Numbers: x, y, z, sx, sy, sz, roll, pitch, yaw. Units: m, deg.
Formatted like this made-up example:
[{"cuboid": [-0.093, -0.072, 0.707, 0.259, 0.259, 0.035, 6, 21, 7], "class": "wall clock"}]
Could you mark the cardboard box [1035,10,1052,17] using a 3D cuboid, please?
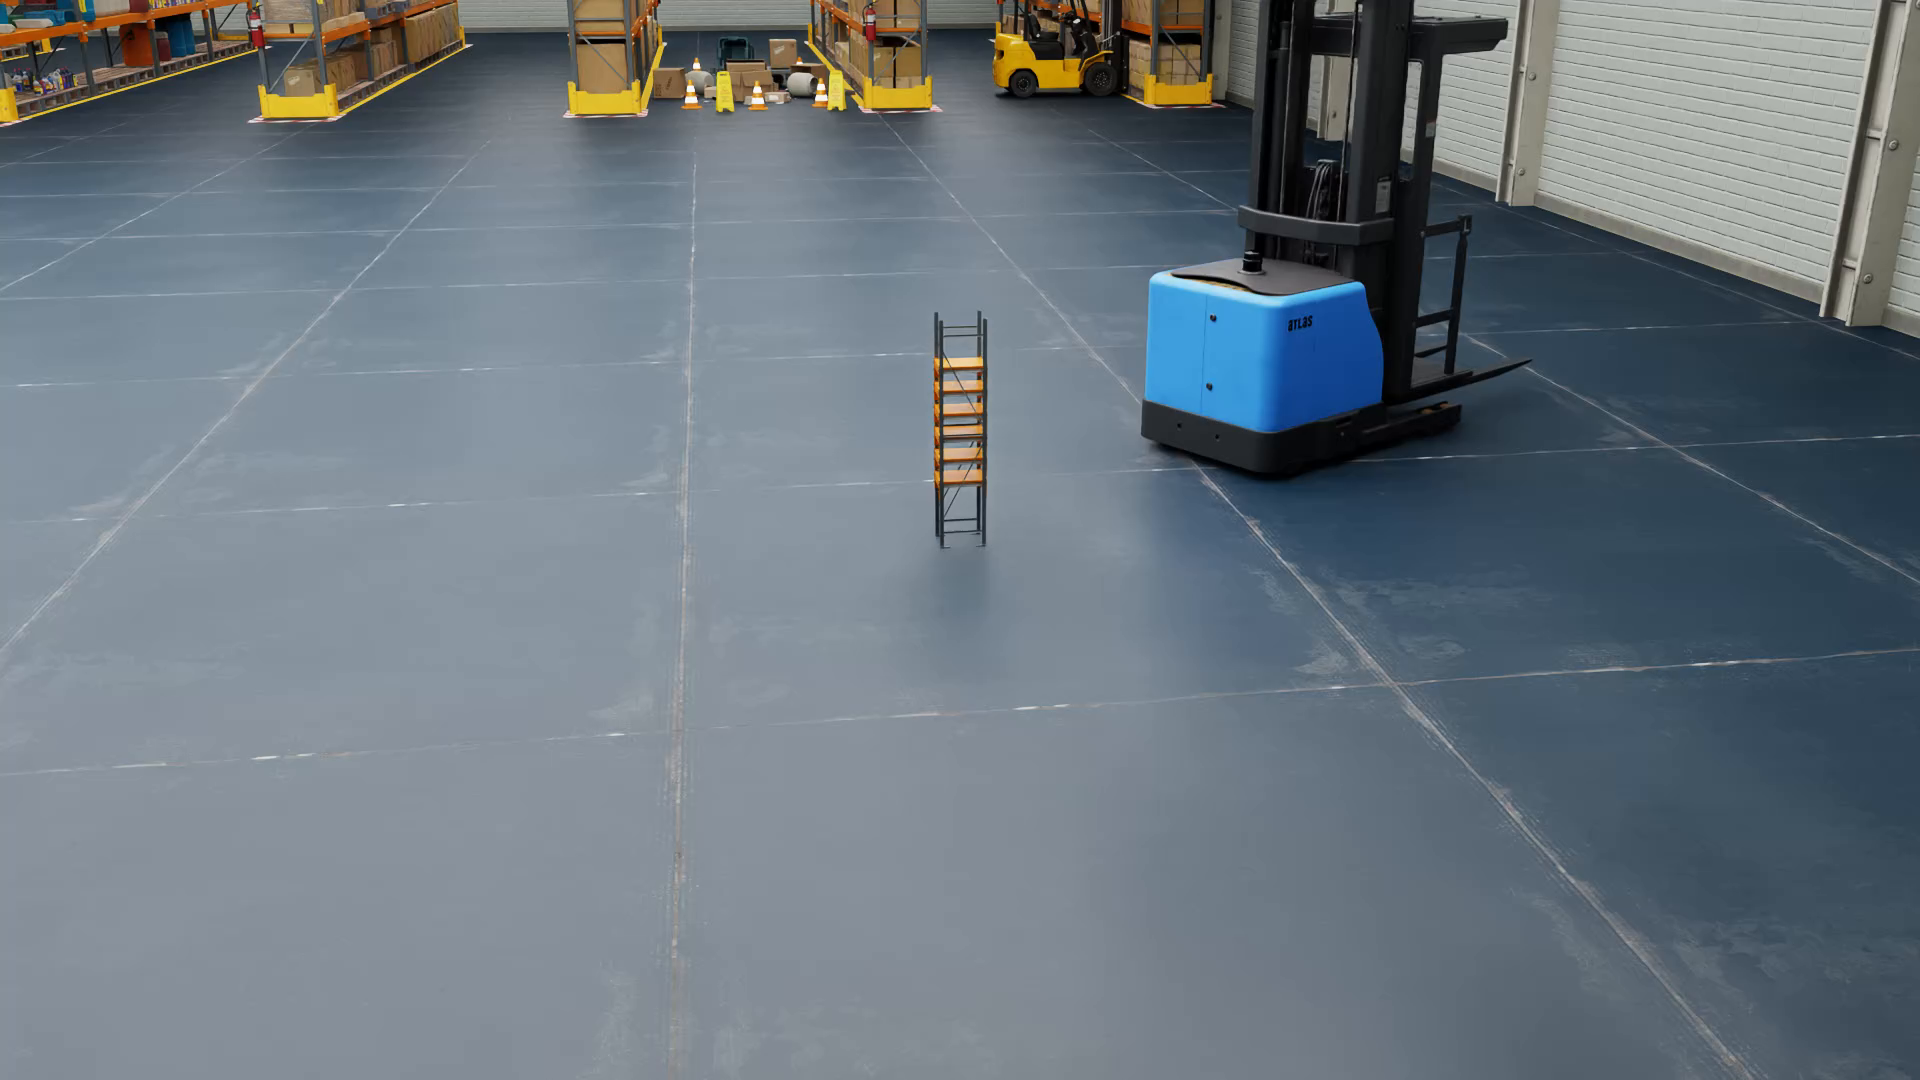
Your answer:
[{"cuboid": [1.987, -12.533, 39.604, 0.380, 0.149, 0.250, -4, 21, -10], "class": "cardboard box"}]

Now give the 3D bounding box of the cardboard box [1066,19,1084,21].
[{"cuboid": [2.681, -12.060, 38.763, 0.380, 0.149, 0.250, -3, 21, -7], "class": "cardboard box"}]

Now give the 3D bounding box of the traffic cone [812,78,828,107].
[{"cuboid": [-2.406, -7.778, 28.879, 0.336, 0.463, 0.334, -3, 21, -8], "class": "traffic cone"}]

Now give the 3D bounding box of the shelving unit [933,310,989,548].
[{"cuboid": [0.002, -0.557, 8.493, 0.258, 1.200, 0.189, -3, 21, -8], "class": "shelving unit"}]

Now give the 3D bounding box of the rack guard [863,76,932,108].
[{"cuboid": [-1.078, -7.738, 28.719, 1.175, 0.500, 0.348, -3, 21, -8], "class": "rack guard"}]

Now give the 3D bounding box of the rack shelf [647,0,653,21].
[{"cuboid": [-7.393, -11.723, 36.845, 1.077, 0.370, 4.000, -3, 21, -8], "class": "rack shelf"}]

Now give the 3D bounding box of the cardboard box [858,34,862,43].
[{"cuboid": [-1.630, -9.013, 29.891, 0.380, 0.149, 0.250, -2, 21, -5], "class": "cardboard box"}]

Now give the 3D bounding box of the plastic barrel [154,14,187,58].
[{"cuboid": [-17.341, -11.067, 36.459, 0.600, 0.901, 0.708, -3, 21, -8], "class": "plastic barrel"}]

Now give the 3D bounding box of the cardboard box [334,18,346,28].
[{"cuboid": [-10.799, -8.900, 28.617, 0.380, 0.149, 0.250, -3, 21, -8], "class": "cardboard box"}]

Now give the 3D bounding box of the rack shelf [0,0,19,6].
[{"cuboid": [-22.695, -12.395, 38.643, 1.077, 0.370, 4.000, -3, 21, -8], "class": "rack shelf"}]

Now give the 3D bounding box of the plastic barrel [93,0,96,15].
[{"cuboid": [-16.273, -9.924, 30.805, 0.433, 0.535, 0.433, 0, 20, 0], "class": "plastic barrel"}]

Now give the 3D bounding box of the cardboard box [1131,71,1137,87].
[{"cuboid": [3.401, -8.362, 30.148, 0.500, 0.250, 0.500, -3, 21, -8], "class": "cardboard box"}]

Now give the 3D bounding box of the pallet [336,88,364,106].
[{"cuboid": [-11.140, -7.807, 29.318, 1.003, 0.211, 1.213, -3, 21, -8], "class": "pallet"}]

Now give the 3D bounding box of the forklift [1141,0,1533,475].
[{"cuboid": [2.564, -2.157, 10.302, 3.031, 2.935, 1.130, -17, 26, -37], "class": "forklift"}]

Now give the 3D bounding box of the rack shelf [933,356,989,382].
[{"cuboid": [0.002, -0.853, 8.382, 0.258, 0.103, 0.180, -3, 21, -8], "class": "rack shelf"}]

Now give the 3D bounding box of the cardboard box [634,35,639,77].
[{"cuboid": [-6.706, -9.336, 32.041, 1.050, 0.750, 0.750, -3, 21, -8], "class": "cardboard box"}]

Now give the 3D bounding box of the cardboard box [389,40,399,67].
[{"cuboid": [-11.911, -9.957, 34.031, 0.700, 0.500, 0.500, -4, 21, -11], "class": "cardboard box"}]

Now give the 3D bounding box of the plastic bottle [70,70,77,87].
[{"cuboid": [-15.956, -8.301, 29.909, 0.061, 0.283, 0.133, -2, 21, -5], "class": "plastic bottle"}]

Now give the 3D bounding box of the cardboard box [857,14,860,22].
[{"cuboid": [-1.677, -9.495, 30.211, 0.380, 0.149, 0.250, -3, 21, -8], "class": "cardboard box"}]

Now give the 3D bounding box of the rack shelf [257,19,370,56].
[{"cuboid": [-11.162, -8.738, 28.853, 1.077, 0.370, 4.000, -3, 21, -8], "class": "rack shelf"}]

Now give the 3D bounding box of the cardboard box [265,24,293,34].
[{"cuboid": [-11.119, -8.353, 27.153, 0.380, 0.149, 0.250, -3, 21, -8], "class": "cardboard box"}]

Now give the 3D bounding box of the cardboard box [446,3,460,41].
[{"cuboid": [-13.009, -12.906, 41.421, 0.875, 0.875, 0.875, -3, 21, -8], "class": "cardboard box"}]

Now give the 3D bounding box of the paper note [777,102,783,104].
[{"cuboid": [-3.173, -7.719, 29.338, 0.148, 0.019, 0.142, -11, 23, -26], "class": "paper note"}]

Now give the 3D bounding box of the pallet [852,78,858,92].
[{"cuboid": [-1.512, -8.730, 31.789, 1.003, 0.211, 1.213, -3, 21, -8], "class": "pallet"}]

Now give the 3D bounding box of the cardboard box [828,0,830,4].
[{"cuboid": [-2.640, -11.920, 36.559, 0.500, 0.250, 0.500, -3, 21, -7], "class": "cardboard box"}]

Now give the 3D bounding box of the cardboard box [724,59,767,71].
[{"cuboid": [-3.969, -8.580, 30.776, 0.797, 0.637, 0.503, -3, 21, -8], "class": "cardboard box"}]

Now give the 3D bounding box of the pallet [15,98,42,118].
[{"cuboid": [-15.944, -7.132, 27.510, 1.003, 0.211, 1.213, -3, 21, -8], "class": "pallet"}]

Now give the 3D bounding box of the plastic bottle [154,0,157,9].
[{"cuboid": [-16.673, -11.130, 34.396, 0.061, 0.283, 0.133, -3, 21, -8], "class": "plastic bottle"}]

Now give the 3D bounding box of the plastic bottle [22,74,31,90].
[{"cuboid": [-16.506, -8.101, 29.390, 0.097, 0.271, 0.097, 0, 20, 0], "class": "plastic bottle"}]

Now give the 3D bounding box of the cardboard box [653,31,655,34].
[{"cuboid": [-7.639, -12.341, 40.520, 0.380, 0.149, 0.250, -3, 21, -8], "class": "cardboard box"}]

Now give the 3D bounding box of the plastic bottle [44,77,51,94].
[{"cuboid": [-15.792, -7.858, 28.738, 0.097, 0.271, 0.097, 0, 20, 0], "class": "plastic bottle"}]

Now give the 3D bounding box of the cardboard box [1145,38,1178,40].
[{"cuboid": [3.758, -9.211, 30.992, 0.500, 0.250, 0.500, -3, 21, -9], "class": "cardboard box"}]

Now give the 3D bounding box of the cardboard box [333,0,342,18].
[{"cuboid": [-11.207, -9.277, 28.699, 0.875, 0.500, 0.500, -3, 21, -8], "class": "cardboard box"}]

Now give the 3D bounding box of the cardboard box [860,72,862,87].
[{"cuboid": [-1.517, -8.237, 29.813, 0.500, 0.250, 0.500, -3, 21, -8], "class": "cardboard box"}]

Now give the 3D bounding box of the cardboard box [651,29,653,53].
[{"cuboid": [-7.251, -11.357, 37.809, 0.500, 0.500, 0.500, -3, 21, -9], "class": "cardboard box"}]

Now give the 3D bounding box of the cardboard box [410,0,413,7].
[{"cuboid": [-11.905, -11.560, 35.237, 0.500, 0.500, 0.500, -3, 21, -9], "class": "cardboard box"}]

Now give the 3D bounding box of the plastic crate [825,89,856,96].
[{"cuboid": [-2.229, -8.315, 30.864, 0.402, 0.080, 0.583, -11, 23, -26], "class": "plastic crate"}]

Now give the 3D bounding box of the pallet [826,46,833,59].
[{"cuboid": [-2.611, -11.468, 39.118, 1.003, 0.211, 1.213, -3, 21, -8], "class": "pallet"}]

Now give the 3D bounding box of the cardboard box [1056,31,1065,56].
[{"cuboid": [2.417, -11.065, 37.028, 0.500, 0.500, 0.500, -2, 21, -6], "class": "cardboard box"}]

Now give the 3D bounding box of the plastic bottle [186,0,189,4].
[{"cuboid": [-17.049, -11.963, 36.529, 0.144, 0.351, 0.185, -3, 21, -8], "class": "plastic bottle"}]

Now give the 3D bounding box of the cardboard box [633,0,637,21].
[{"cuboid": [-6.361, -9.737, 30.284, 0.875, 0.550, 0.550, -3, 21, -8], "class": "cardboard box"}]

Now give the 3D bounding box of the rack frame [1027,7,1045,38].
[{"cuboid": [2.114, -13.289, 40.009, 1.000, 3.000, 0.127, -3, 21, -8], "class": "rack frame"}]

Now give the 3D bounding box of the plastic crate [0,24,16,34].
[{"cuboid": [-15.586, -8.335, 27.123, 0.298, 0.136, 0.250, -3, 21, -8], "class": "plastic crate"}]

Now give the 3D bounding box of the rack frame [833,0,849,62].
[{"cuboid": [-2.221, -11.652, 35.627, 1.000, 3.000, 0.127, -3, 21, -8], "class": "rack frame"}]

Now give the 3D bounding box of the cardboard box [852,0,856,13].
[{"cuboid": [-1.701, -9.940, 30.475, 0.500, 0.500, 0.500, -3, 21, -8], "class": "cardboard box"}]

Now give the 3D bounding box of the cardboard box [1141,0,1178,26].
[{"cuboid": [3.513, -9.338, 29.288, 0.500, 0.500, 0.500, -3, 21, -9], "class": "cardboard box"}]

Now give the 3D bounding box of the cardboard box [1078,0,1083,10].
[{"cuboid": [2.735, -11.136, 34.458, 0.500, 0.250, 0.500, -2, 21, -6], "class": "cardboard box"}]

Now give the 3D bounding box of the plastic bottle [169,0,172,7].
[{"cuboid": [-16.871, -11.491, 35.372, 0.152, 0.276, 0.135, -3, 21, -8], "class": "plastic bottle"}]

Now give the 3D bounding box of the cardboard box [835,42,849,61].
[{"cuboid": [-2.149, -10.422, 35.488, 0.950, 0.372, 0.625, -4, 21, -11], "class": "cardboard box"}]

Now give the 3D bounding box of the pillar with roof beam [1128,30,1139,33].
[{"cuboid": [-0.489, -14.091, 33.583, 9.100, 9.000, 0.400, -3, 21, -8], "class": "pillar with roof beam"}]
